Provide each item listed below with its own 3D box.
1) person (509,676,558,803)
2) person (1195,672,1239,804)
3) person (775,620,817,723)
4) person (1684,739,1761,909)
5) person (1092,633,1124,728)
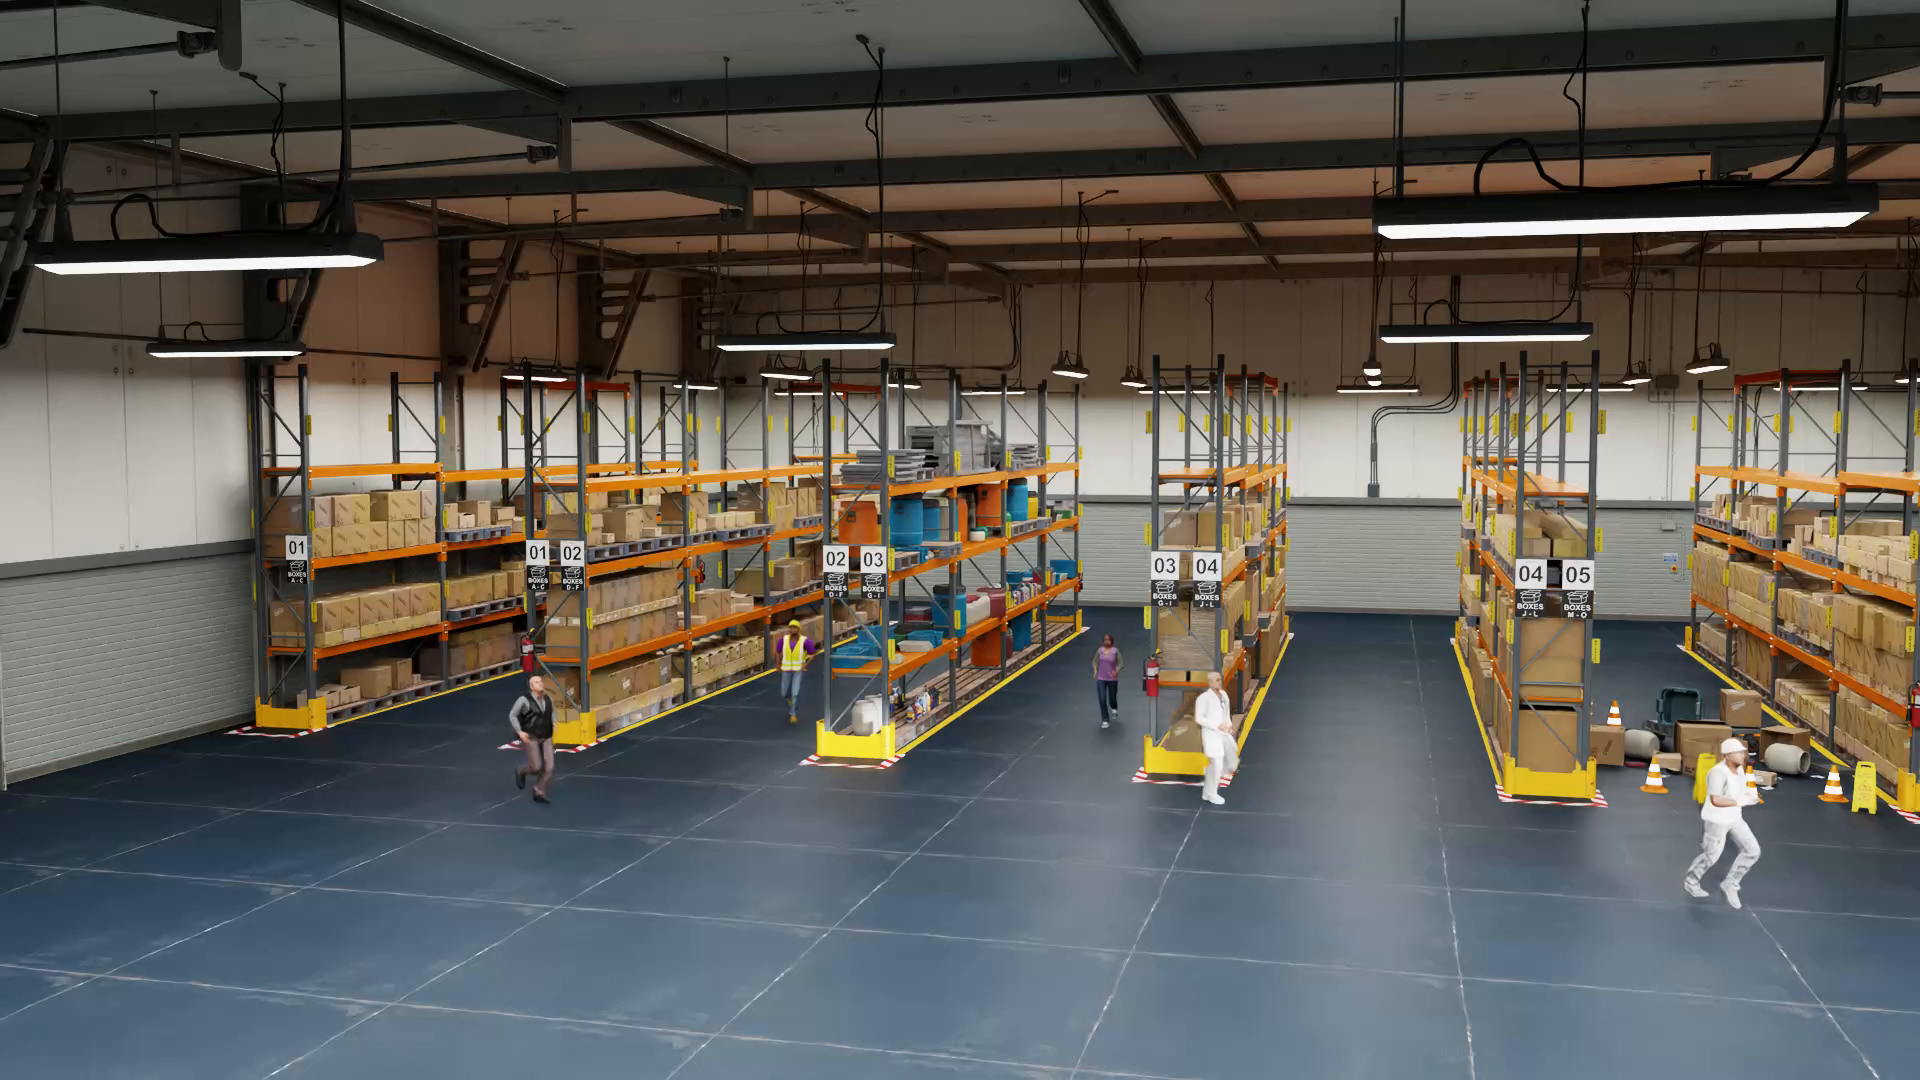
[{"bbox_3d":[-5.649,2.647,22.154,0.696,1.687,0.581,-4,5,-44],"label":"person"},{"bbox_3d":[3.412,2.619,22.040,0.705,1.737,0.631,-3,5,-40],"label":"person"},{"bbox_3d":[-2.799,2.209,28.226,0.721,1.717,0.658,1,4,10],"label":"person"},{"bbox_3d":[7.926,2.925,17.256,0.715,1.777,0.830,-3,5,-36],"label":"person"},{"bbox_3d":[2.448,2.321,27.628,0.539,1.551,0.622,1,4,15],"label":"person"}]
